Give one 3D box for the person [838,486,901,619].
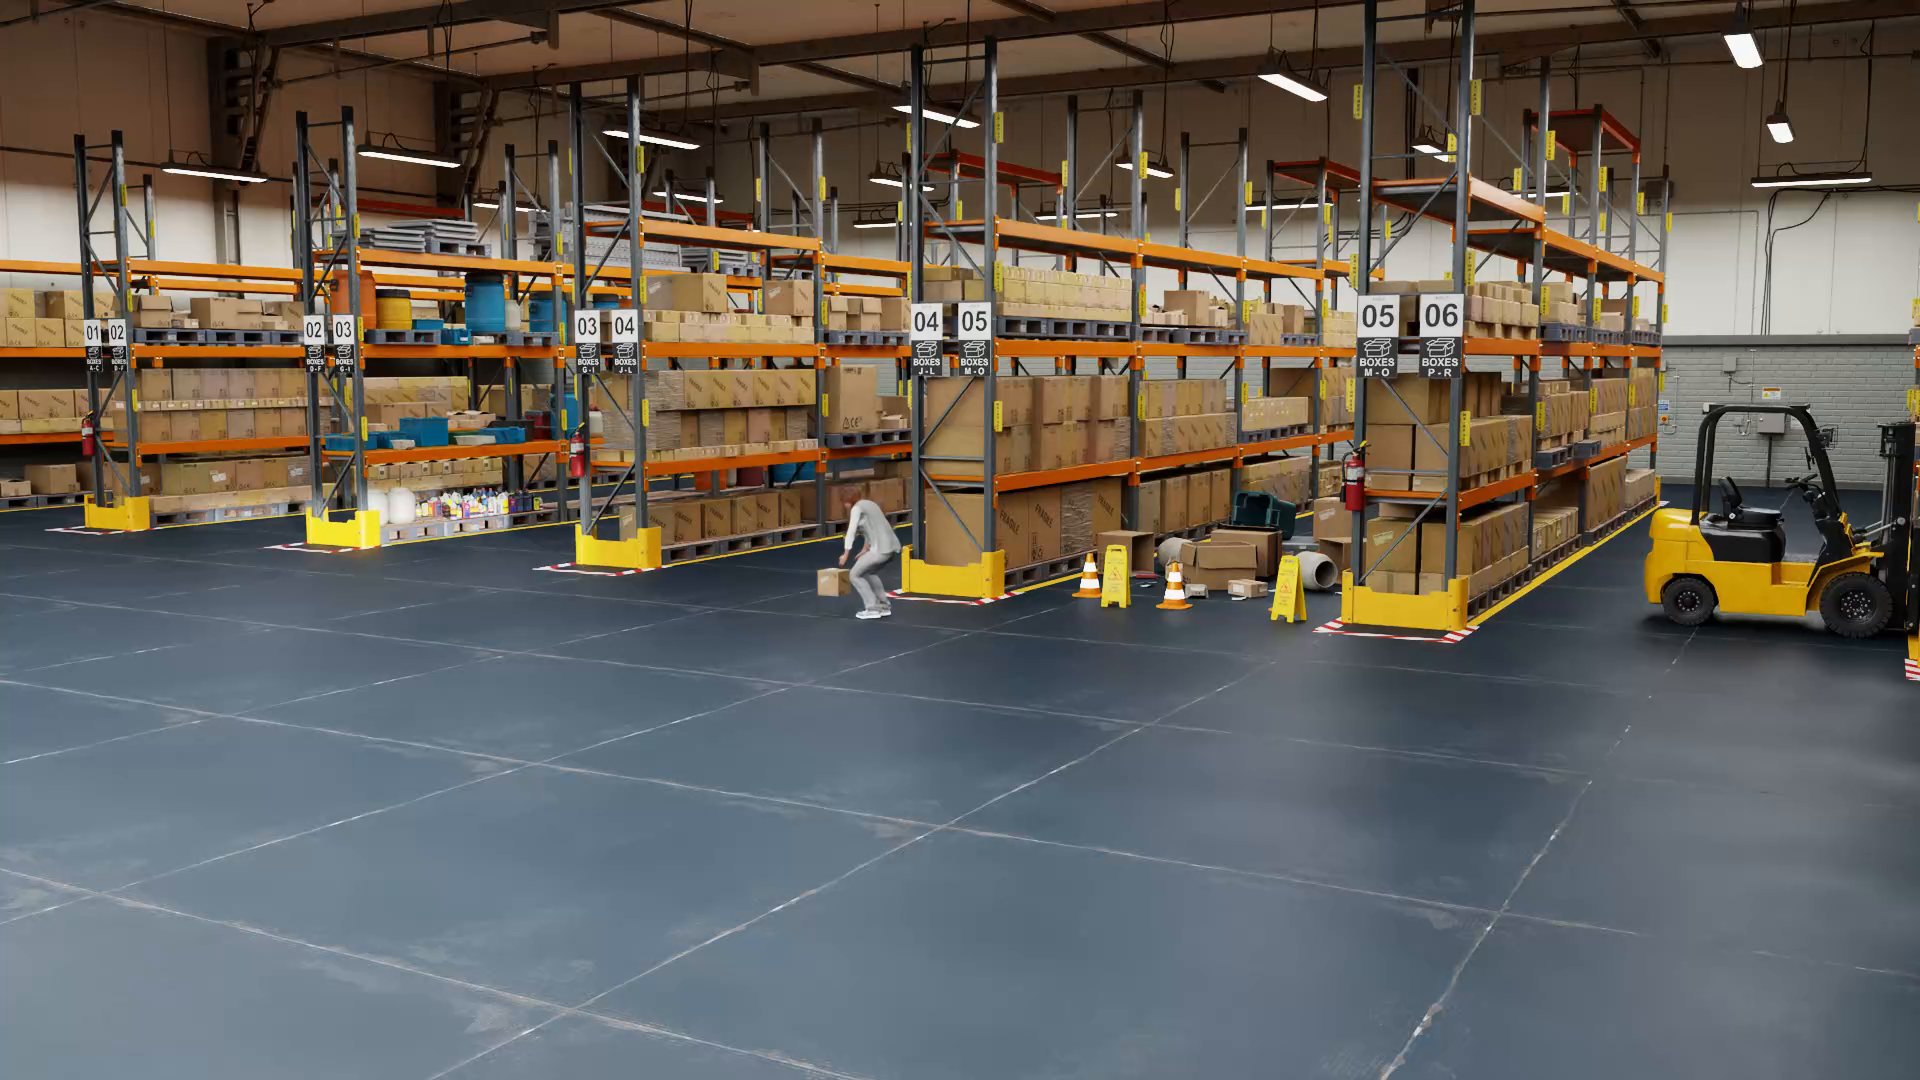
[{"bbox_3d":[-0.922,0.132,16.709,0.639,1.310,0.462,3,7,29],"label":"person"}]
